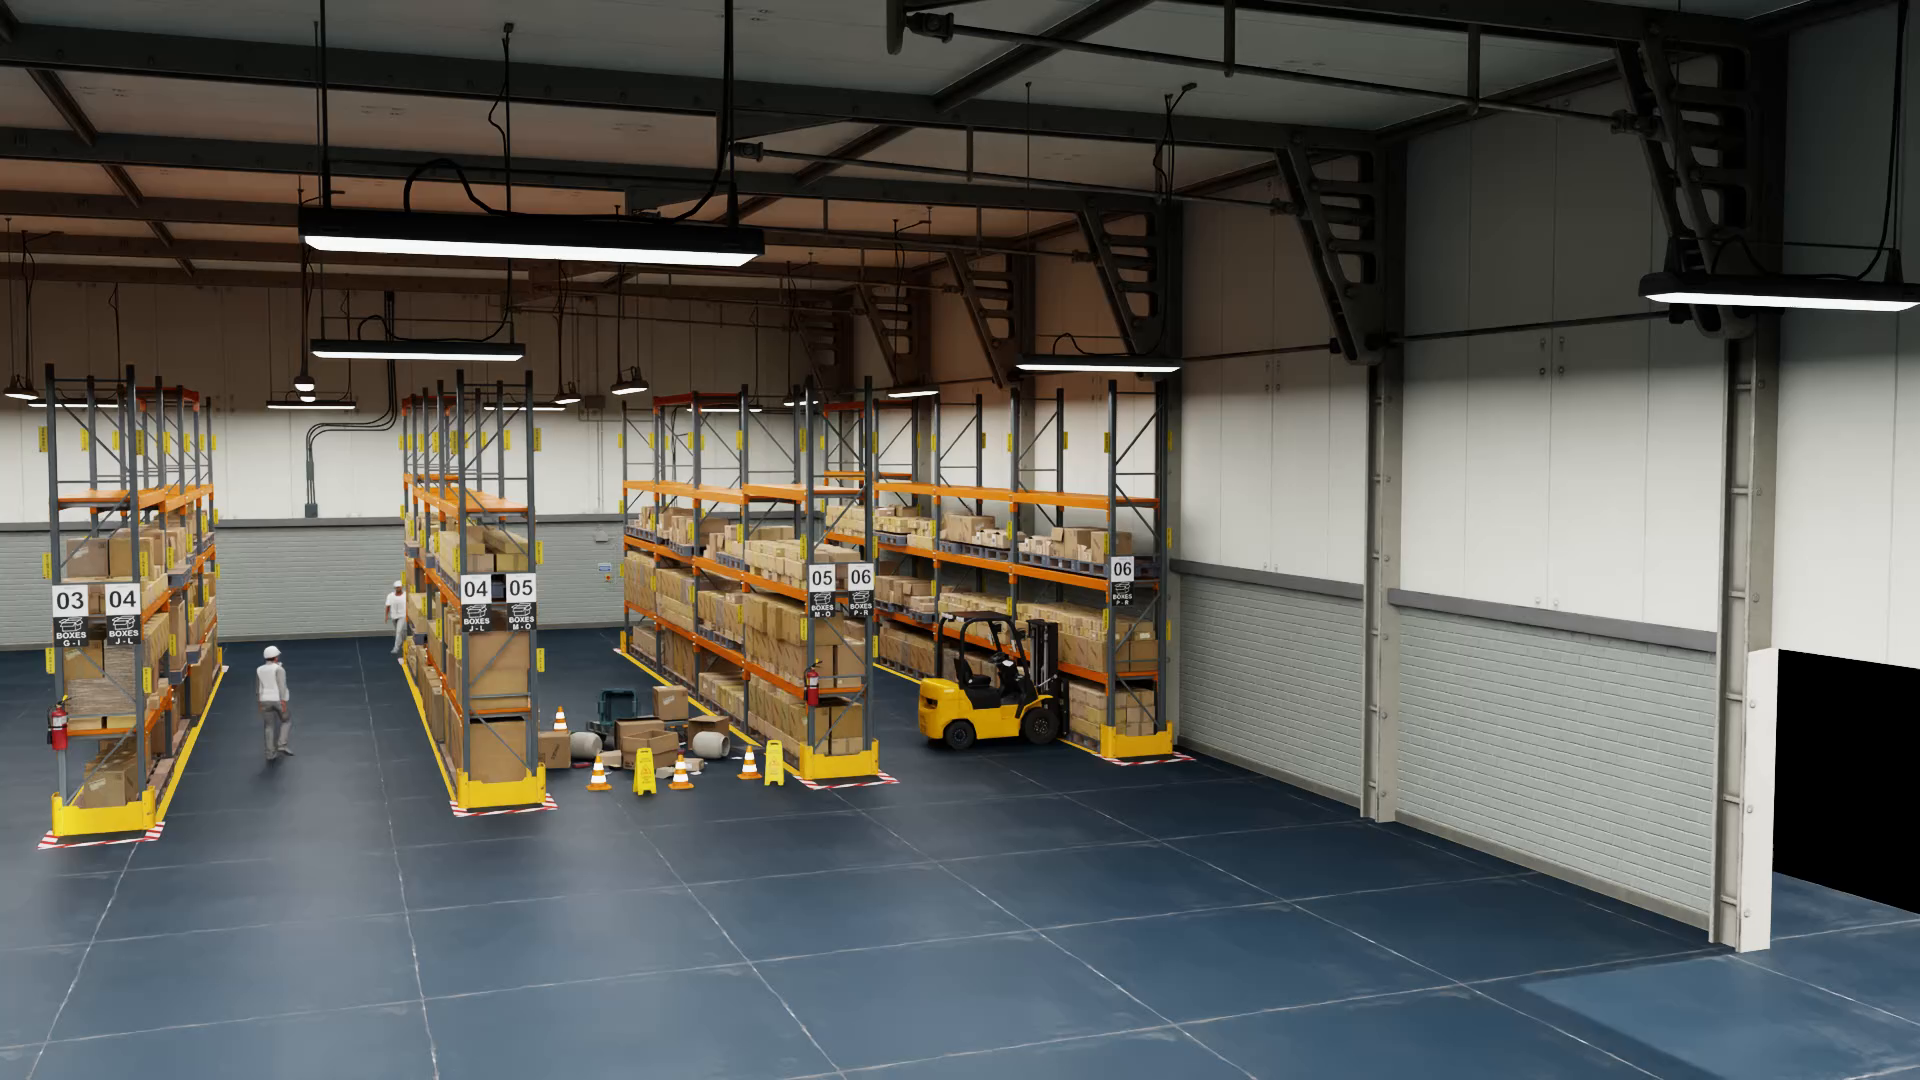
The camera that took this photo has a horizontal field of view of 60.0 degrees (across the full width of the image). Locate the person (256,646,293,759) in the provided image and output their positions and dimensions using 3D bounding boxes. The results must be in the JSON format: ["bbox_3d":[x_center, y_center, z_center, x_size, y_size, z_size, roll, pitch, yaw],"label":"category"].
[{"bbox_3d":[-10.900,2.569,26.357,0.543,1.763,0.540,0,3,-8],"label":"person"}]

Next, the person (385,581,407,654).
[{"bbox_3d":[-13.354,1.821,39.547,0.534,1.709,1.116,1,3,12],"label":"person"}]
